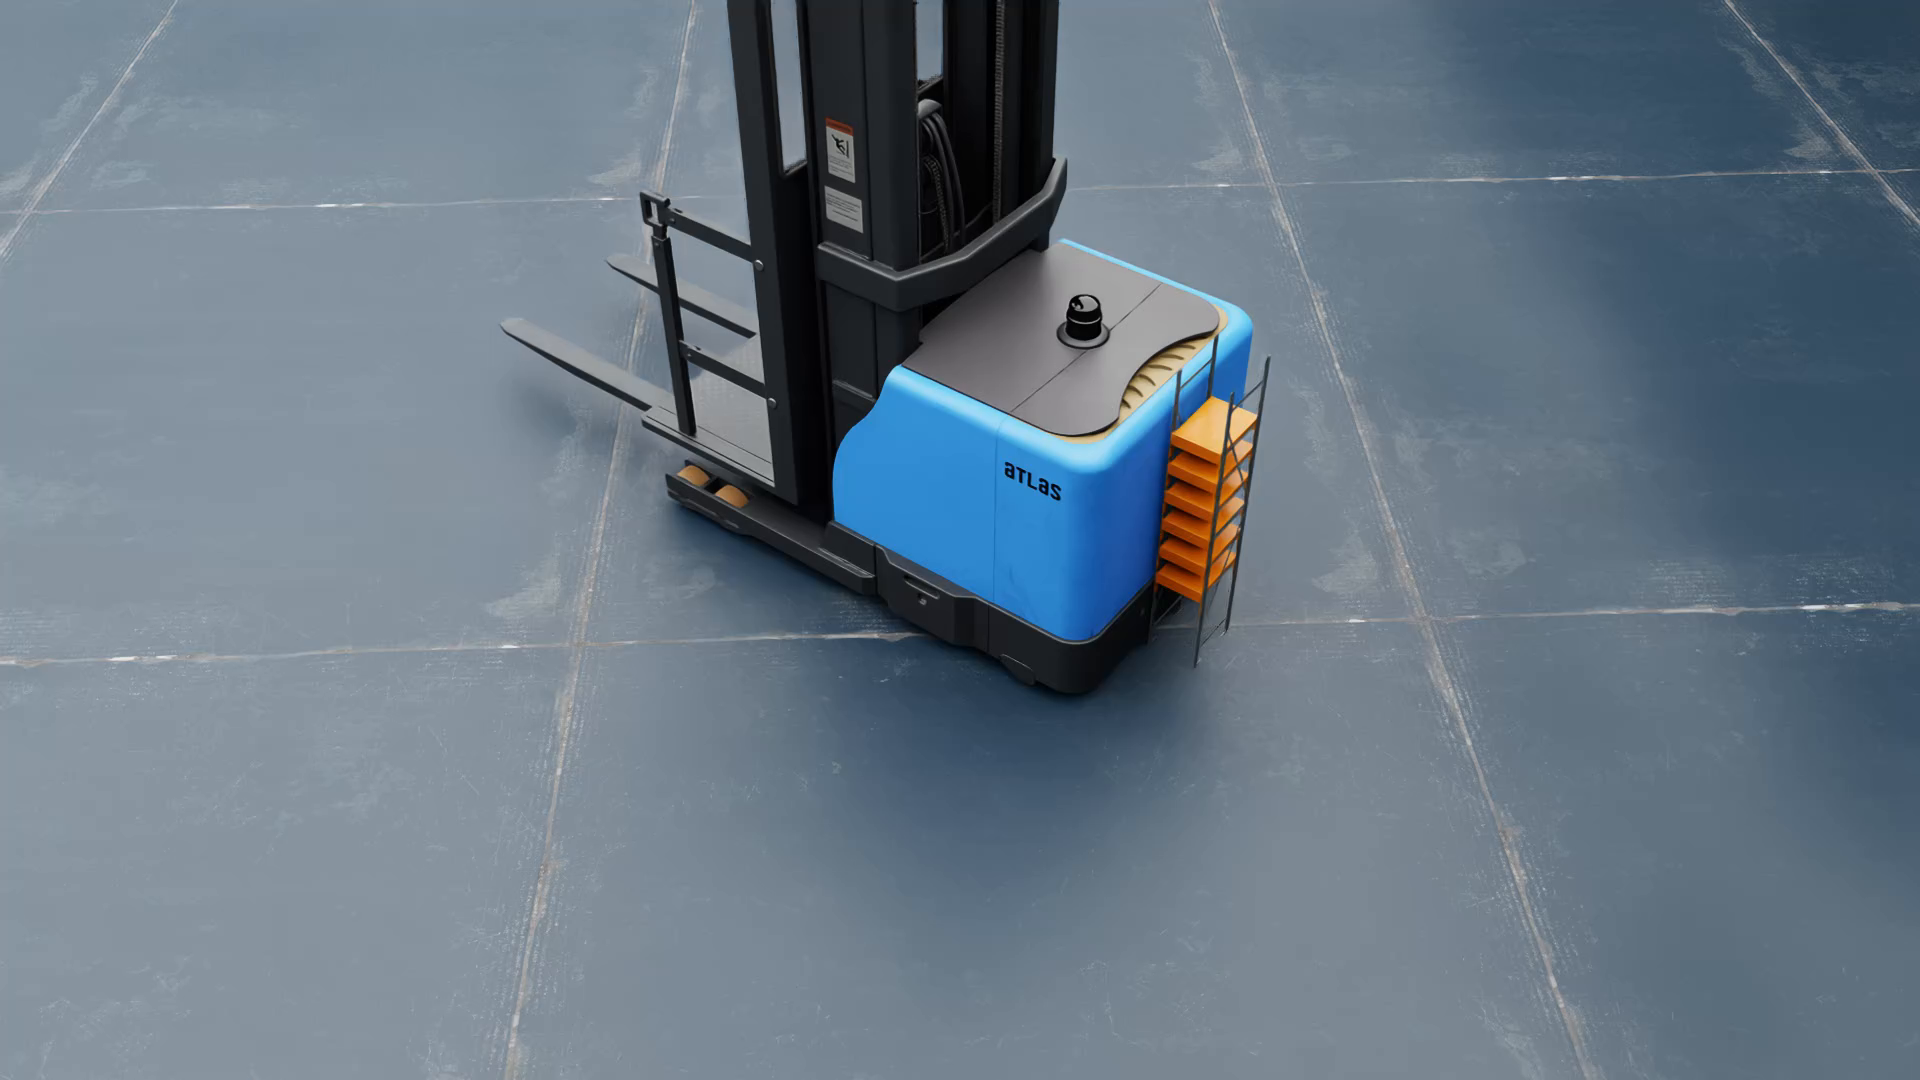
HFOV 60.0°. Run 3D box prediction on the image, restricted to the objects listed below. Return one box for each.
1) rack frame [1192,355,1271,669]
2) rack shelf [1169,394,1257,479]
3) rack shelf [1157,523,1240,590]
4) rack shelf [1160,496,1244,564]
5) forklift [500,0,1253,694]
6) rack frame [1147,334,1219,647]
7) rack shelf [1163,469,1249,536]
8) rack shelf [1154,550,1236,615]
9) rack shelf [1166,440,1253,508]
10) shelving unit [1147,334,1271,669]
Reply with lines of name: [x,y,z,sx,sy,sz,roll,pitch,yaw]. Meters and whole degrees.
rack frame: [0.879,-0.060,5.427,0.006,1.200,0.240,27,49,26]
rack shelf: [0.806,-0.329,5.254,0.180,0.103,0.258,27,49,26]
rack shelf: [0.806,0.024,5.579,0.180,0.103,0.258,27,49,26]
rack shelf: [0.806,-0.064,5.498,0.180,0.103,0.258,27,49,26]
forklift: [-0.499,-1.378,5.585,3.031,2.935,1.130,27,49,26]
rack frame: [0.732,-0.134,5.508,0.006,1.200,0.240,27,49,26]
rack shelf: [0.806,-0.152,5.417,0.180,0.103,0.258,27,49,26]
rack shelf: [0.806,0.113,5.660,0.180,0.103,0.258,27,49,26]
rack shelf: [0.806,-0.241,5.335,0.180,0.103,0.258,27,49,26]
shelving unit: [0.806,-0.097,5.468,0.189,1.200,0.258,27,49,26]
